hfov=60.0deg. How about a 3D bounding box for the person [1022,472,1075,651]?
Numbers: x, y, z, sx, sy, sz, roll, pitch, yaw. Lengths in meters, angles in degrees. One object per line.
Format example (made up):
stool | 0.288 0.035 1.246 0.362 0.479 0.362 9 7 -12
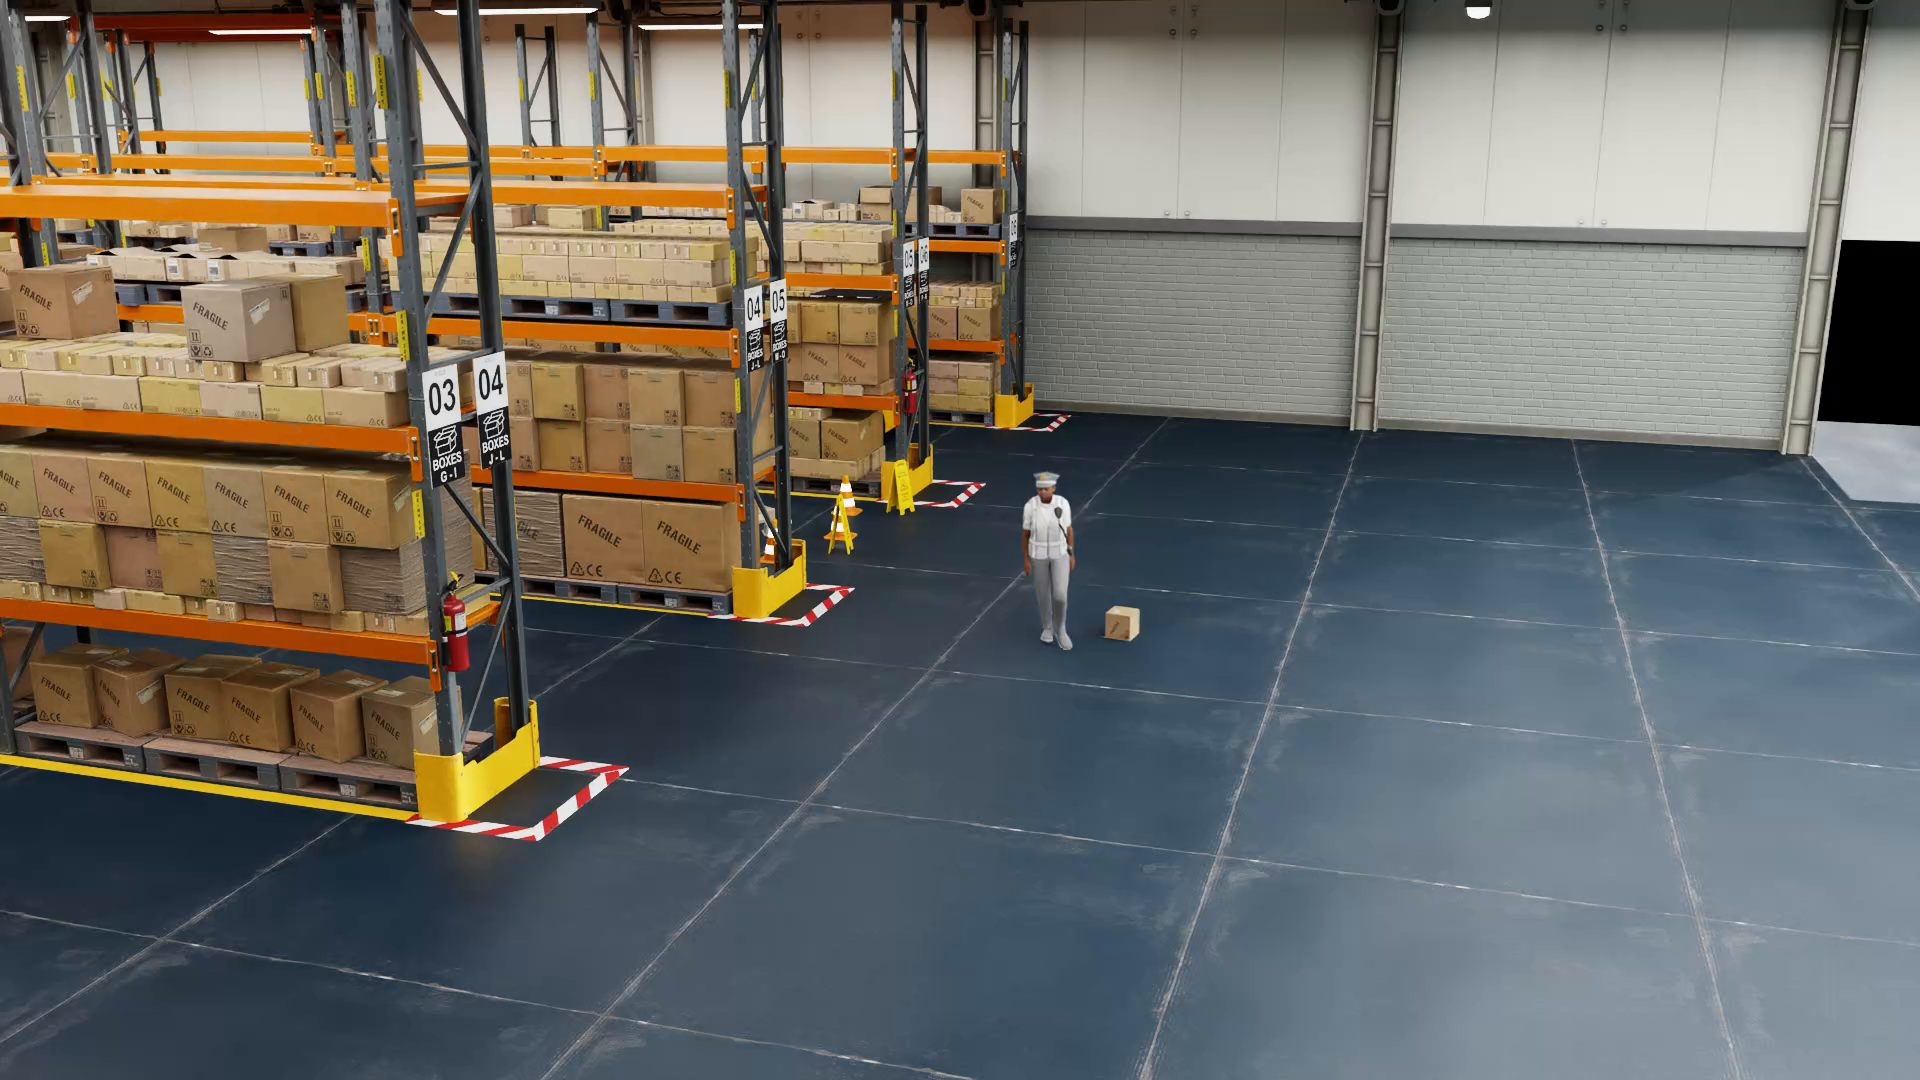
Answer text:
person | 0.815 0.164 15.306 0.484 1.687 0.517 2 15 8
